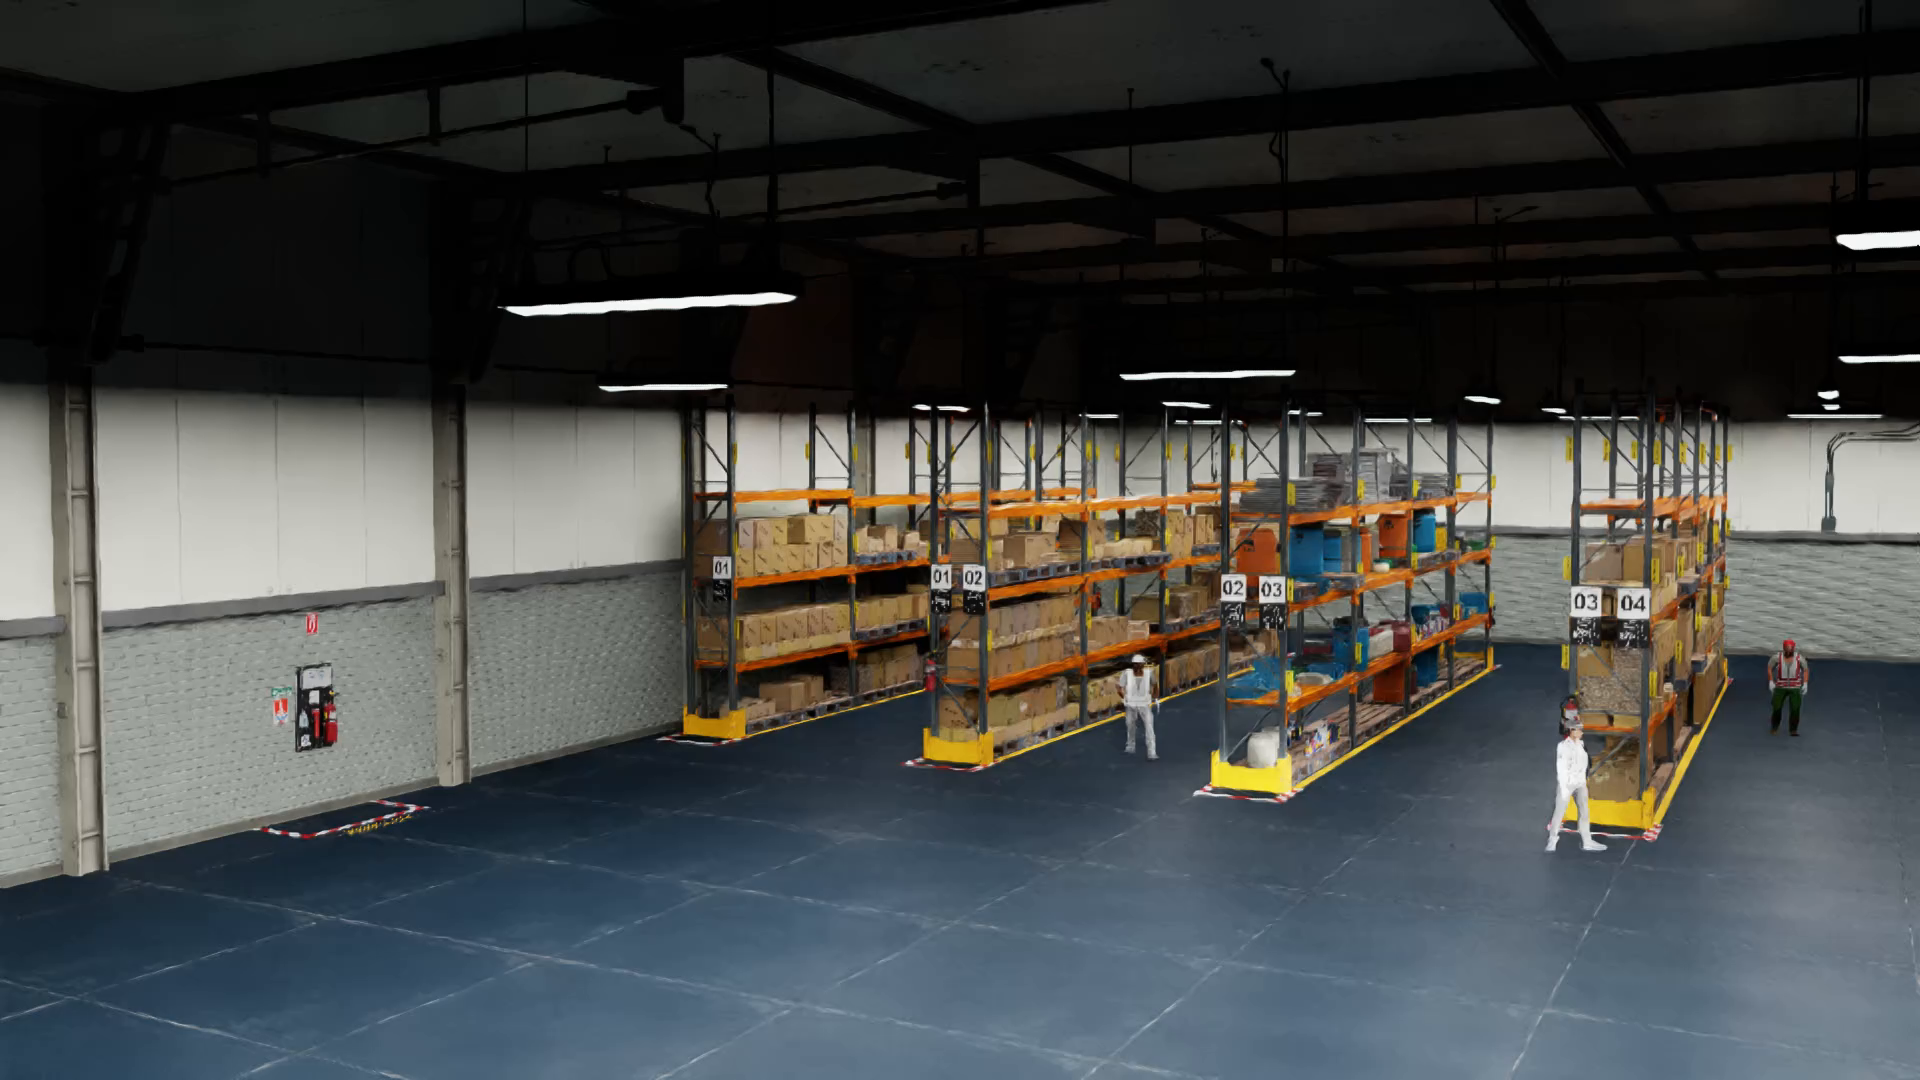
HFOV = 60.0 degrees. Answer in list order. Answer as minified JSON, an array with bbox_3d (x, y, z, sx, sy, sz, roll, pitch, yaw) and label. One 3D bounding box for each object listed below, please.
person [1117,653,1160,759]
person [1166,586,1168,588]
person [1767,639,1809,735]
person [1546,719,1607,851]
[{"bbox_3d":[2.936,2.697,27.257,0.704,1.711,0.835,1,3,10],"label":"person"},{"bbox_3d":[5.372,1.935,43.609,0.417,1.517,1.037,2,3,30],"label":"person"},{"bbox_3d":[14.606,2.596,29.349,0.677,1.741,0.552,1,3,26],"label":"person"},{"bbox_3d":[7.700,3.055,20.844,0.672,1.675,0.517,-2,3,-28],"label":"person"}]
